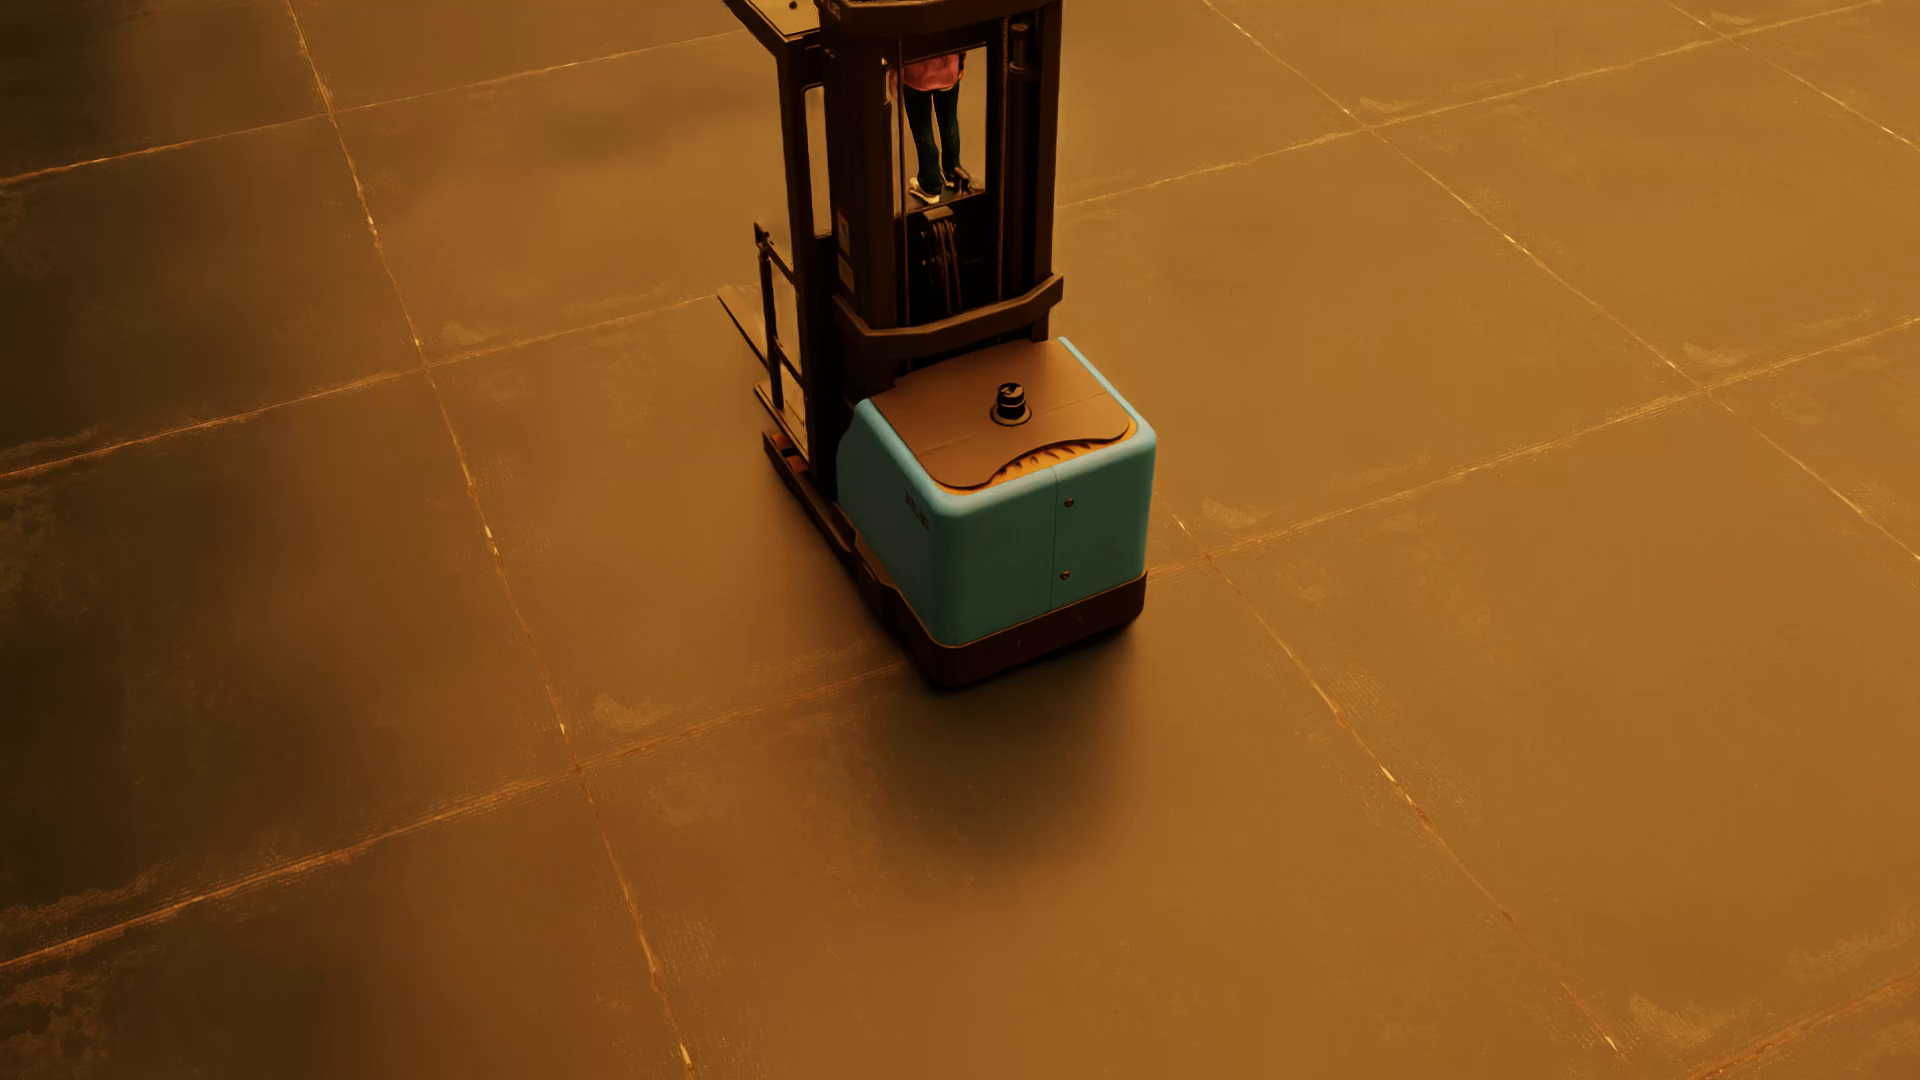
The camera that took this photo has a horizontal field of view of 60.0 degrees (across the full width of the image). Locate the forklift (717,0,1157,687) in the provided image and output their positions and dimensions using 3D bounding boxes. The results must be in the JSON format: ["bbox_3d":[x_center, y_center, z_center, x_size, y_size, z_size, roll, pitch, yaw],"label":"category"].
[{"bbox_3d":[-0.312,-1.452,7.236,1.130,2.935,3.031,-20,46,-20],"label":"forklift"}]

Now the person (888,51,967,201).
[{"bbox_3d":[-0.200,-2.685,9.525,0.518,1.598,0.473,-18,46,-18],"label":"person"}]
